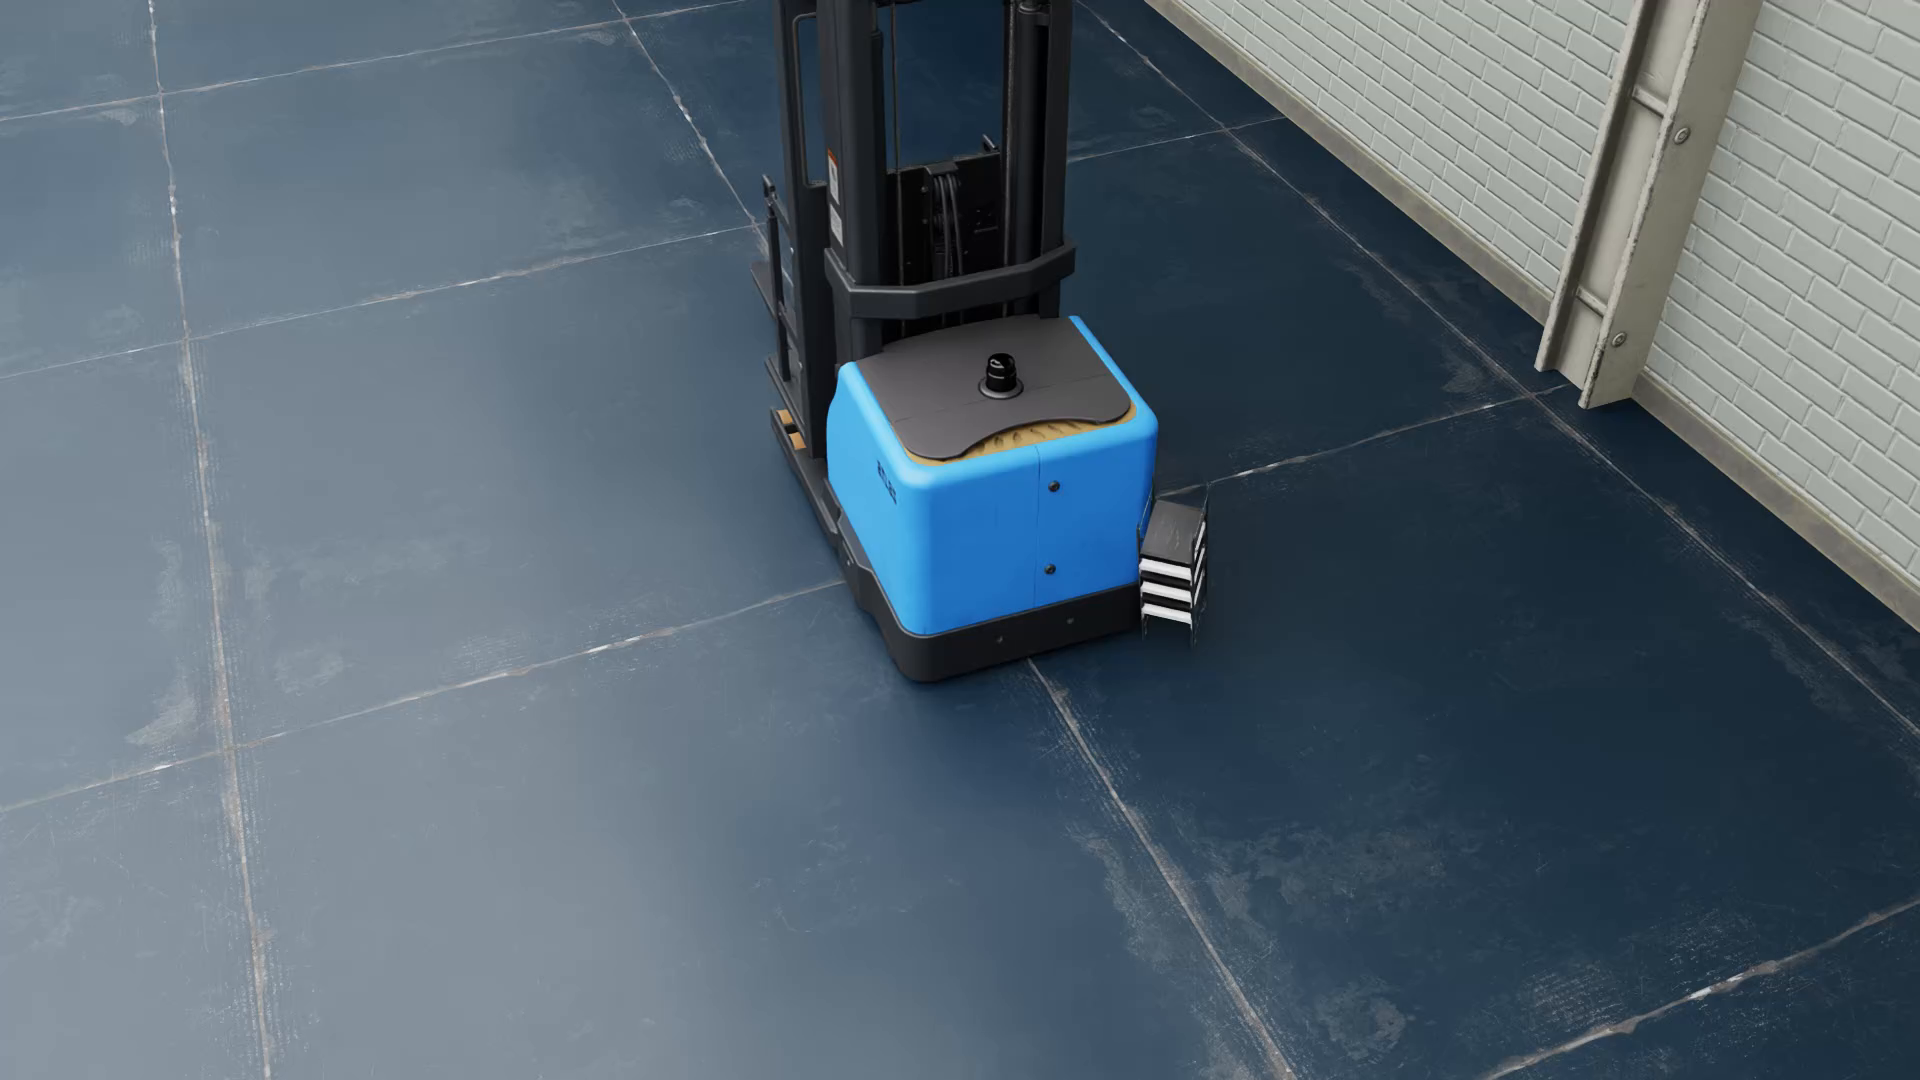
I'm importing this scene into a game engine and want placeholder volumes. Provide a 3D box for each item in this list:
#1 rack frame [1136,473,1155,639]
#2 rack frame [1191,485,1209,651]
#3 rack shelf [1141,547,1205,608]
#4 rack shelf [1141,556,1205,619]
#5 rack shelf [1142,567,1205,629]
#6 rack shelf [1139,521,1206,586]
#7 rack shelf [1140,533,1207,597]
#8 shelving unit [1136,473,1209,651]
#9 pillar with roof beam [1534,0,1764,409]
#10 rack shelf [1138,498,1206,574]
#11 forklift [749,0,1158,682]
[{"bbox_3d":[0.729,0.080,6.434,0.006,0.900,0.240,13,63,15],"label":"rack frame"},{"bbox_3d":[0.921,0.123,6.382,0.006,0.900,0.240,13,63,15],"label":"rack frame"},{"bbox_3d":[0.829,0.118,6.437,0.200,0.077,0.258,13,63,15],"label":"rack shelf"},{"bbox_3d":[0.840,0.163,6.514,0.200,0.077,0.258,13,63,15],"label":"rack shelf"},{"bbox_3d":[0.851,0.207,6.592,0.200,0.077,0.258,13,63,15],"label":"rack shelf"},{"bbox_3d":[0.807,0.029,6.282,0.200,0.077,0.258,13,63,15],"label":"rack shelf"},{"bbox_3d":[0.818,0.073,6.360,0.200,0.077,0.258,13,63,15],"label":"rack shelf"},{"bbox_3d":[0.825,0.102,6.408,0.210,0.900,0.258,13,63,15],"label":"shelving unit"},{"bbox_3d":[-0.914,-3.121,3.978,9.100,9.000,0.400,-15,43,-17],"label":"pillar with roof beam"},{"bbox_3d":[0.796,-0.016,6.205,0.200,0.077,0.258,13,63,15],"label":"rack shelf"},{"bbox_3d":[-0.238,-1.527,6.778,1.130,2.935,3.031,-14,43,-15],"label":"forklift"}]
